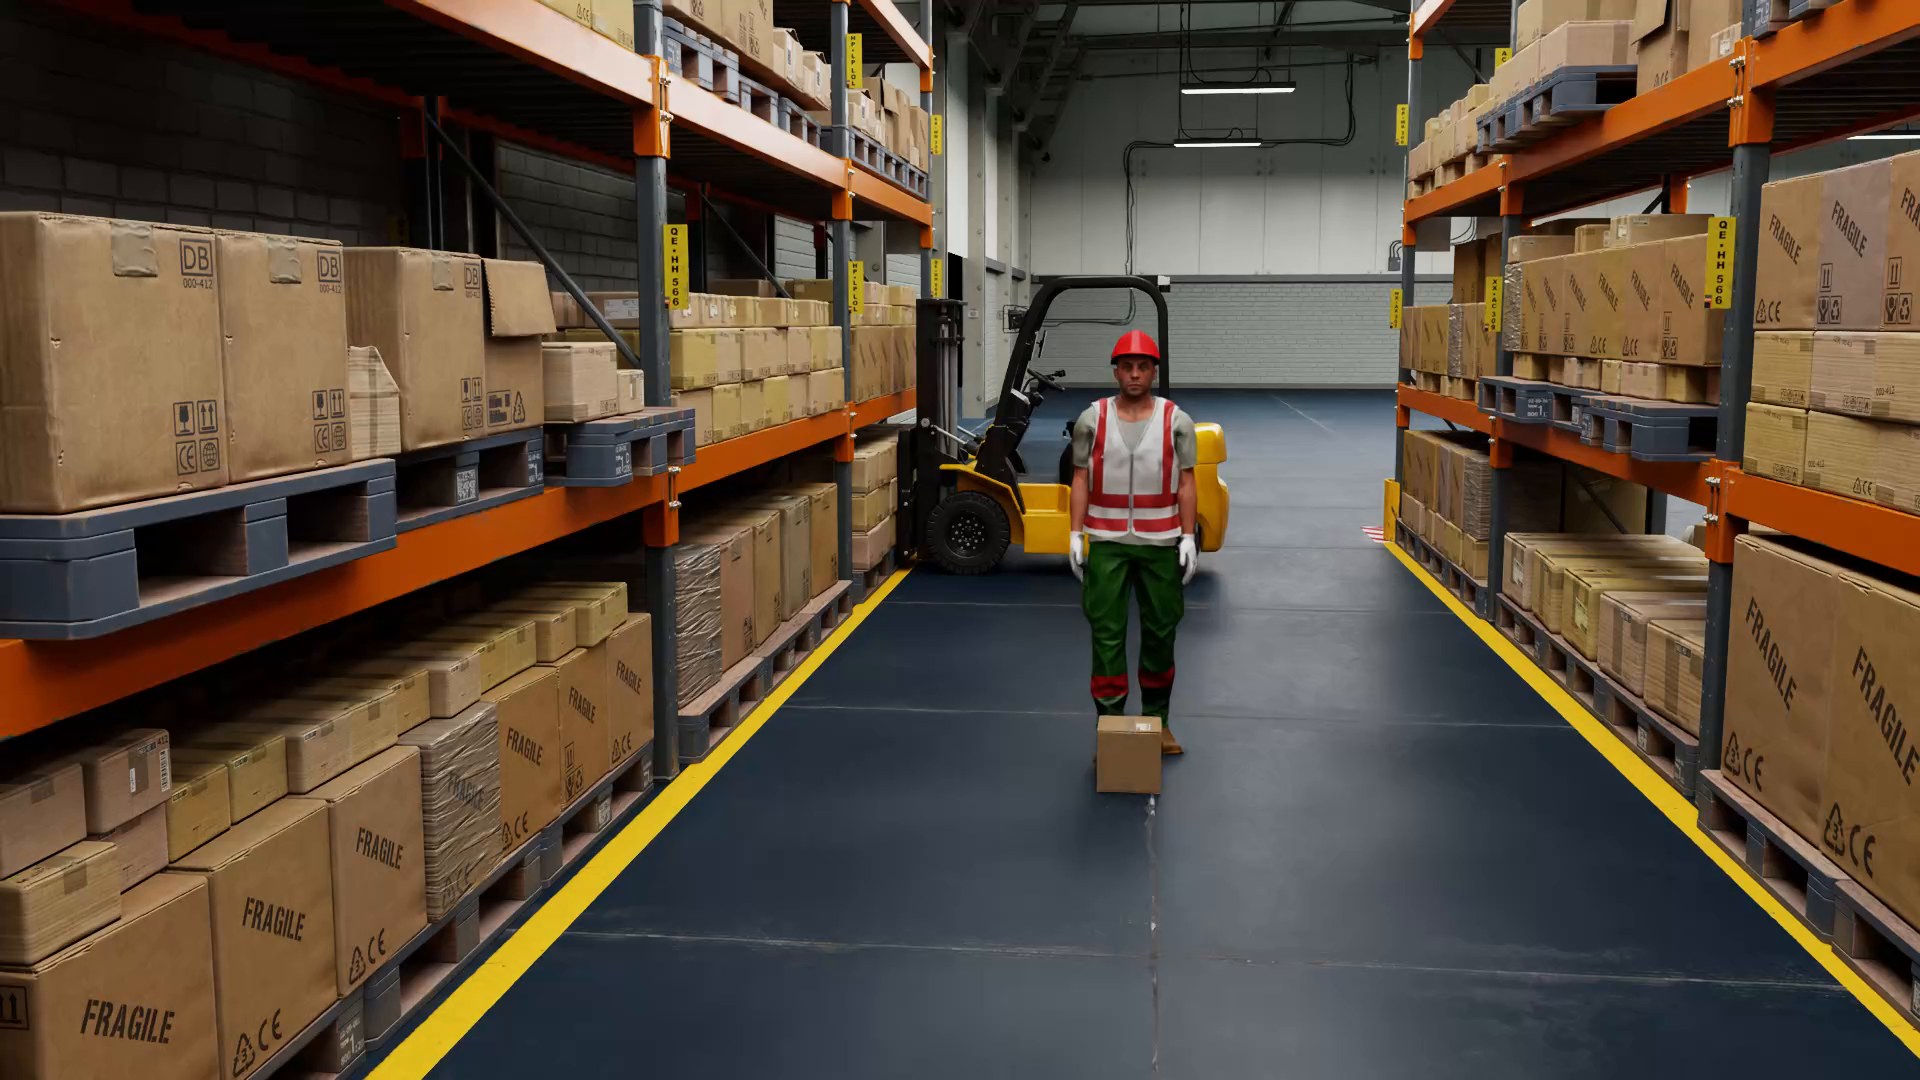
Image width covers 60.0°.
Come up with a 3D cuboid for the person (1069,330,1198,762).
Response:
[{"bbox_3d":[0.723,0.035,6.950,0.538,1.812,0.598,1,8,7],"label":"person"}]
